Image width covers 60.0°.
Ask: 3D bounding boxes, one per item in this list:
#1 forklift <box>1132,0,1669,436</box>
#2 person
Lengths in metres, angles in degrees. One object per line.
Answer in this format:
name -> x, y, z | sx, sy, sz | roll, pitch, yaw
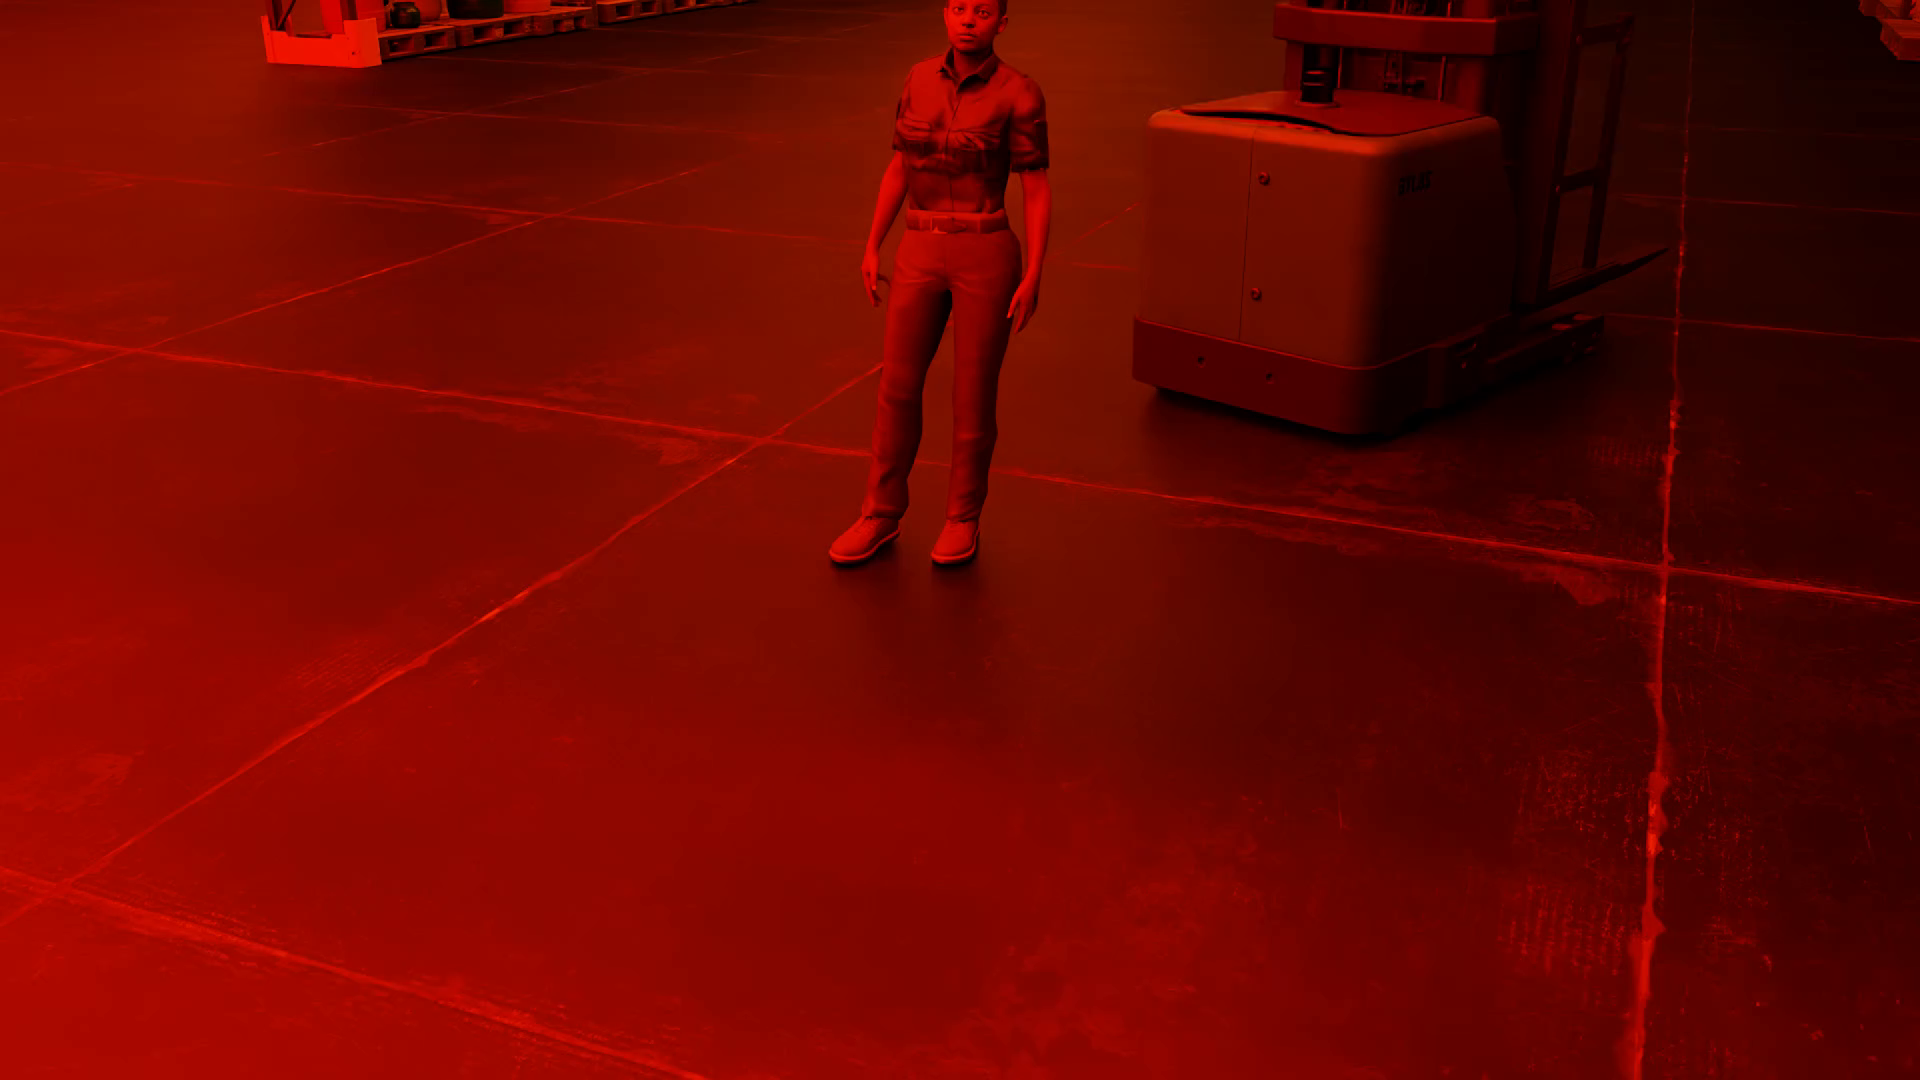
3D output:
forklift -> 2.046, -2.196, 6.547 | 1.130, 2.935, 3.031 | 20, 30, 40
person -> -0.052, -0.742, 4.703 | 0.569, 1.656, 0.503 | 9, 24, 21
